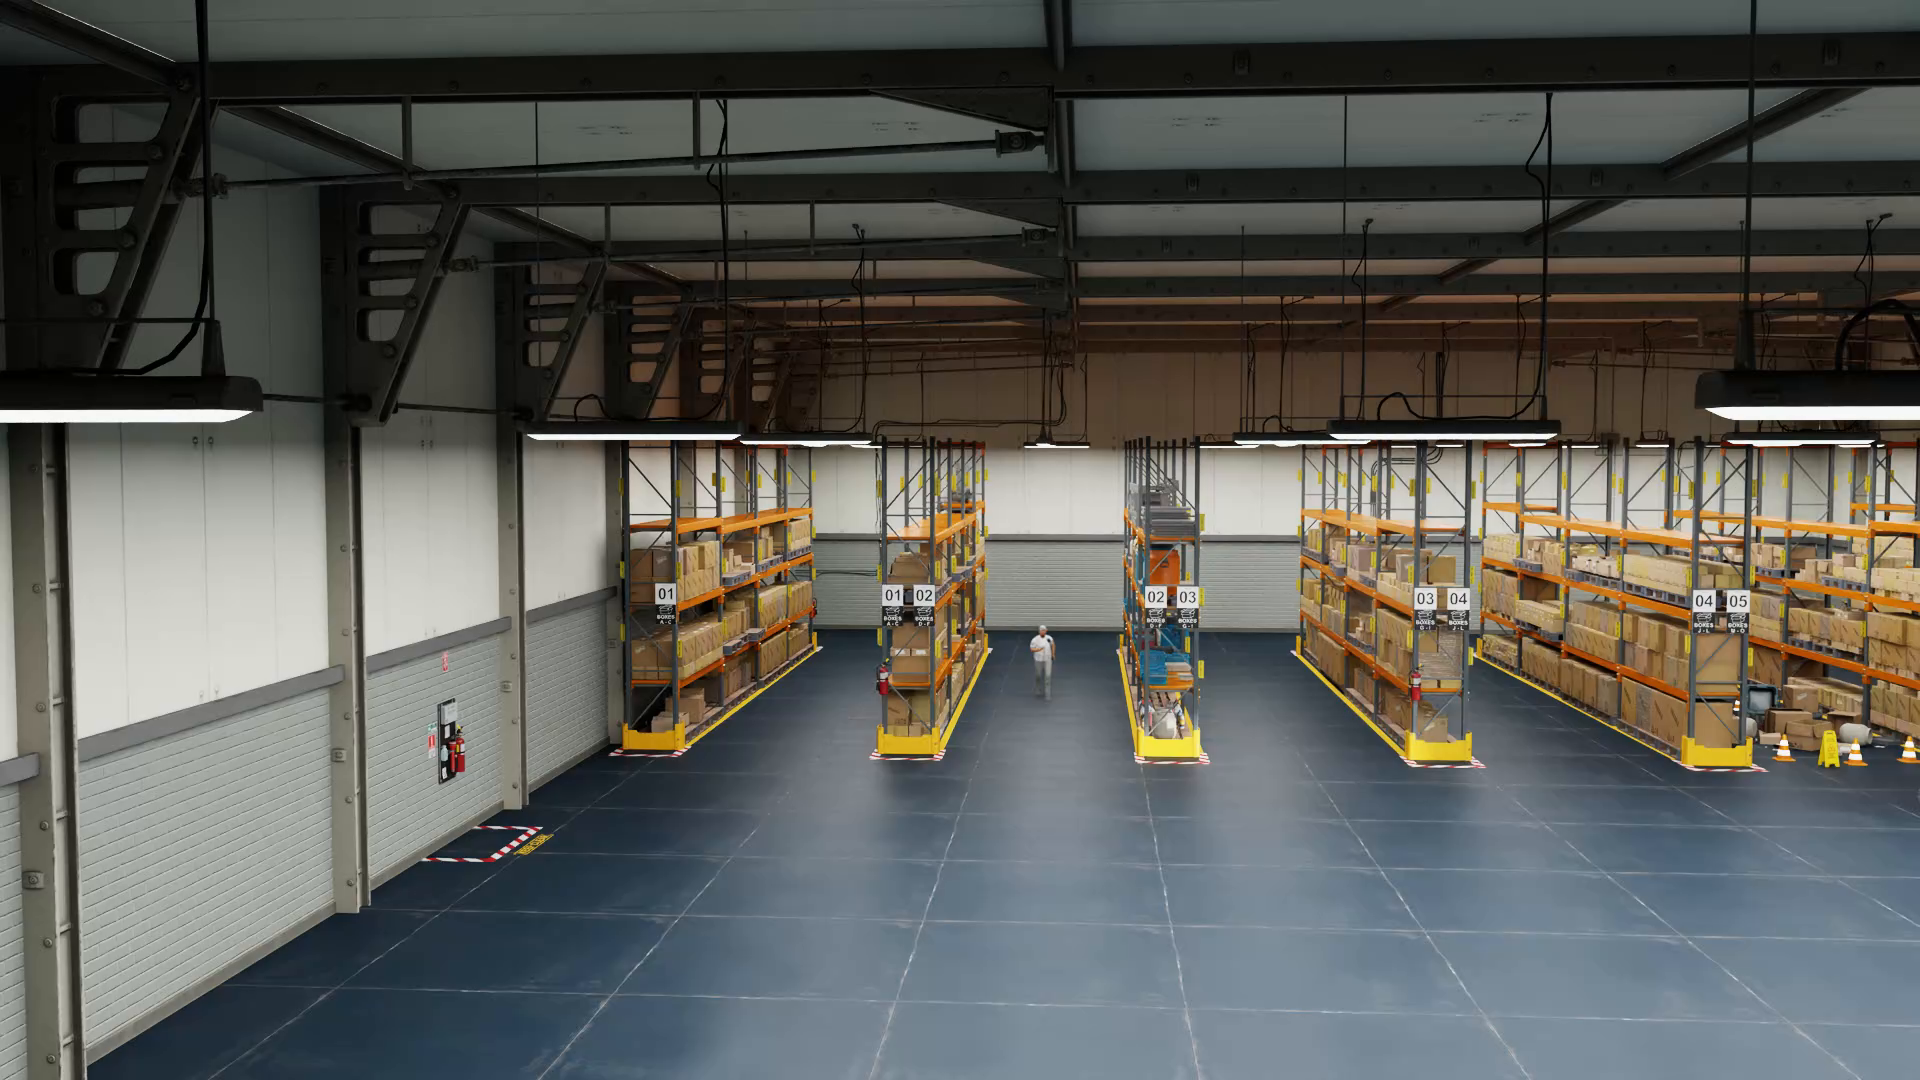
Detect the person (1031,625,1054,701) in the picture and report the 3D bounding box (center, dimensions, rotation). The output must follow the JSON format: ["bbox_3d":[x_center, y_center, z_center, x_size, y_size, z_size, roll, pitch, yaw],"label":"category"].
[{"bbox_3d":[1.910,2.821,38.516,0.562,1.702,0.858,0,3,-1],"label":"person"}]
